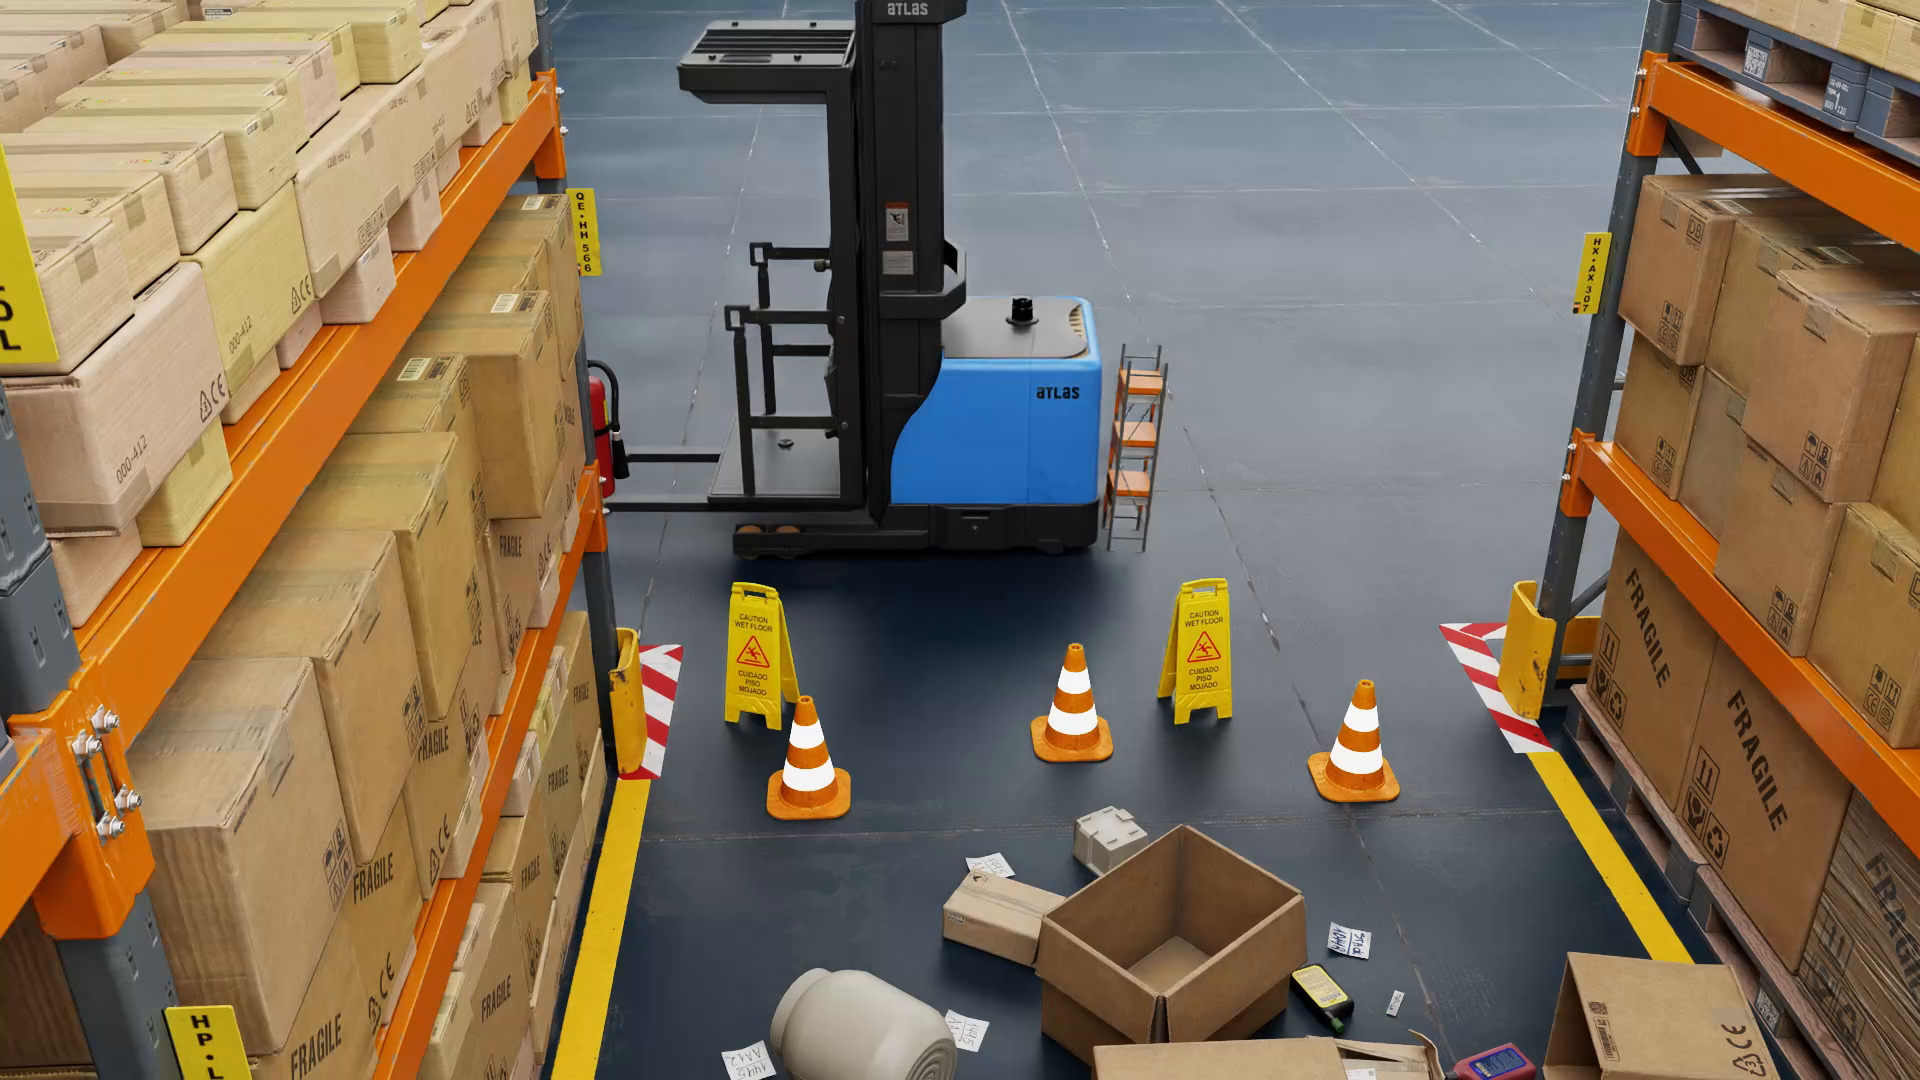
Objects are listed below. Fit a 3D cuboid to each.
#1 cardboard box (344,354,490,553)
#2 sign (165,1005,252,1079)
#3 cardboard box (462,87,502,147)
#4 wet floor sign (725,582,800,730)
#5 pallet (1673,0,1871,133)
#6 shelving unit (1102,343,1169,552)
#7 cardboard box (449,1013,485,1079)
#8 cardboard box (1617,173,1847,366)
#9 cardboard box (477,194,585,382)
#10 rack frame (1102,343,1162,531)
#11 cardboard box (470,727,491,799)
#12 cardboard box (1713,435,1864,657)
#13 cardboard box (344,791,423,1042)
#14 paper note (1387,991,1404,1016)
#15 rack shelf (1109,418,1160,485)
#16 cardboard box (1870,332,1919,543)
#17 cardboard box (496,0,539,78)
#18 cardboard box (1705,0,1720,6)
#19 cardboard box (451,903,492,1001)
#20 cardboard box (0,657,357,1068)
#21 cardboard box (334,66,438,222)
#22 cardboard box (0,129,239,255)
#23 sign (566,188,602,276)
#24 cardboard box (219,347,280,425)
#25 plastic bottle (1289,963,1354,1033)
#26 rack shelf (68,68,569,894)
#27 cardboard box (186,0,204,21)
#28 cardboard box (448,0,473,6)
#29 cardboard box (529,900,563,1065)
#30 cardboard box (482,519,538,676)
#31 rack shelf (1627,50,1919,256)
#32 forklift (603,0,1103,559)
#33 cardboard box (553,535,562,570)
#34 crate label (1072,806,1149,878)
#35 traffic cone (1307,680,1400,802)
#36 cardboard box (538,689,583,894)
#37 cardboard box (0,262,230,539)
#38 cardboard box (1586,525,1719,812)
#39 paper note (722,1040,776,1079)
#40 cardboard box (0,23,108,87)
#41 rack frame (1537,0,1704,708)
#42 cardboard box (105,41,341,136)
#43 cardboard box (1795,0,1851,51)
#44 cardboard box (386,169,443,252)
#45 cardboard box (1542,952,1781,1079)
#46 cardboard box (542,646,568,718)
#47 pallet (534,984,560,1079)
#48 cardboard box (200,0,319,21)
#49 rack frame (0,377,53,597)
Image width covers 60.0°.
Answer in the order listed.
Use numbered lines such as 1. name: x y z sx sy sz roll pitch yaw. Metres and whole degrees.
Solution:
1. cardboard box: -1.644 -0.150 4.283 0.700 0.500 0.500 -2 28 -3
2. sign: -1.162 0.857 2.611 0.100 0.325 0.005 -1 28 -3
3. cardboard box: -1.601 -1.285 4.997 0.380 0.149 0.250 -1 28 -1
4. wet floor sign: -0.866 0.468 7.154 0.267 0.644 0.232 8 29 15
5. pallet: 3.063 -1.576 5.381 1.003 0.211 1.213 -1 28 -3
6. shelving unit: 0.887 -0.463 8.490 0.215 1.050 0.252 2 27 -3
7. cardboard box: -1.517 1.560 4.224 0.500 0.500 0.500 0 28 -1
8. cardboard box: 2.994 -1.001 6.096 0.875 0.550 0.550 -1 28 -3
9. cardboard box: -1.680 -0.851 5.626 0.700 0.500 0.500 -2 28 -4
10. rack frame: 0.884 -0.520 8.598 0.200 1.050 0.008 2 27 -3
11. cardboard box: -1.510 0.637 4.557 0.380 0.149 0.250 -1 28 -3
12. cardboard box: 3.032 -0.009 5.362 0.875 0.550 0.550 -1 28 -3
13. cardboard box: -1.510 0.768 3.604 0.500 0.500 0.500 -1 28 -3
14. paper note: 1.492 1.587 5.697 0.032 0.001 0.123 13 30 24
15. rack shelf: 0.887 -0.454 8.495 0.215 0.259 0.240 2 27 -3
16. cardboard box: 3.166 -0.246 4.648 0.875 0.550 0.500 -1 28 -3
17. cardboard box: -1.629 -1.627 5.223 0.500 0.250 0.500 -2 28 -3
18. cardboard box: 2.711 -1.911 5.636 0.380 0.149 0.250 -1 28 -2
19. cardboard box: -1.469 1.099 4.407 0.380 0.149 0.250 0 28 0
20. cardboard box: -1.522 0.557 2.927 0.700 0.500 0.500 -2 28 -3
21. cardboard box: -1.543 -0.922 3.872 0.500 0.250 0.500 -1 28 -2
22. cardboard box: -1.454 -0.582 2.787 0.380 0.149 0.250 -2 28 -4
23. sign: -1.369 -1.119 6.059 0.100 0.325 0.005 -1 28 -3
24. cardboard box: -1.541 -0.334 3.174 0.380 0.149 0.250 -1 28 -1
25. plastic bottle: 1.250 1.567 5.680 0.133 0.061 0.283 -11 30 -20
26. rack shelf: -1.820 -0.549 4.094 1.077 0.370 4.000 -1 28 -3
27. cardboard box: -2.082 -1.402 4.361 0.380 0.149 0.250 -2 28 -3
28. cardboard box: -1.605 -1.647 4.831 0.380 0.149 0.250 -2 28 -3
29. cardboard box: -1.562 1.419 5.305 0.500 0.250 0.500 -2 28 -4
30. cardboard box: -1.577 0.068 4.945 0.500 0.500 0.500 -2 28 -3
31. rack shelf: 3.118 -0.715 4.412 1.077 0.370 4.000 -1 28 -3
32. forklift: -0.797 -1.448 8.356 3.031 2.935 1.130 0 28 0
33. cardboard box: -1.575 0.050 5.681 0.380 0.149 0.250 -2 28 -4
34. crate label: 0.580 1.153 6.392 0.250 0.136 0.298 -17 32 -29
35. traffic cone: 1.623 0.776 6.761 0.336 0.463 0.334 -1 28 -3
36. cardboard box: -1.592 0.843 5.598 0.500 0.500 0.500 0 28 -1
37. cardboard box: -1.465 -0.220 2.525 0.500 0.250 0.500 -2 28 -4
38. cardboard box: 3.115 0.439 6.507 0.875 0.875 0.875 -1 28 -2
39. paper note: -0.692 1.710 5.439 0.142 0.019 0.148 -11 30 -20
40. cardboard box: -2.126 -1.042 3.669 0.380 0.149 0.250 -1 28 -2
41. rack frame: 3.014 -0.628 6.710 1.000 3.000 0.127 -1 28 -3
42. cardboard box: -1.529 -0.940 3.475 0.380 0.149 0.250 -2 28 -3
43. cardboard box: 2.752 -1.561 4.964 0.380 0.149 0.250 -1 28 -2
44. cardboard box: -1.502 -0.814 4.095 0.380 0.149 0.250 -2 28 -3
45. cardboard box: 2.117 1.634 5.073 0.500 0.500 0.500 3 28 6
46. cardboard box: -1.536 0.483 5.588 0.380 0.149 0.250 -1 28 -1
47. pallet: -1.853 1.748 5.171 1.003 0.211 1.213 -1 28 -3
48. cardboard box: -1.650 -1.294 4.154 0.380 0.149 0.250 -2 28 -4
49. rack frame: -1.716 -1.275 1.463 1.000 3.000 0.127 -1 28 -3
